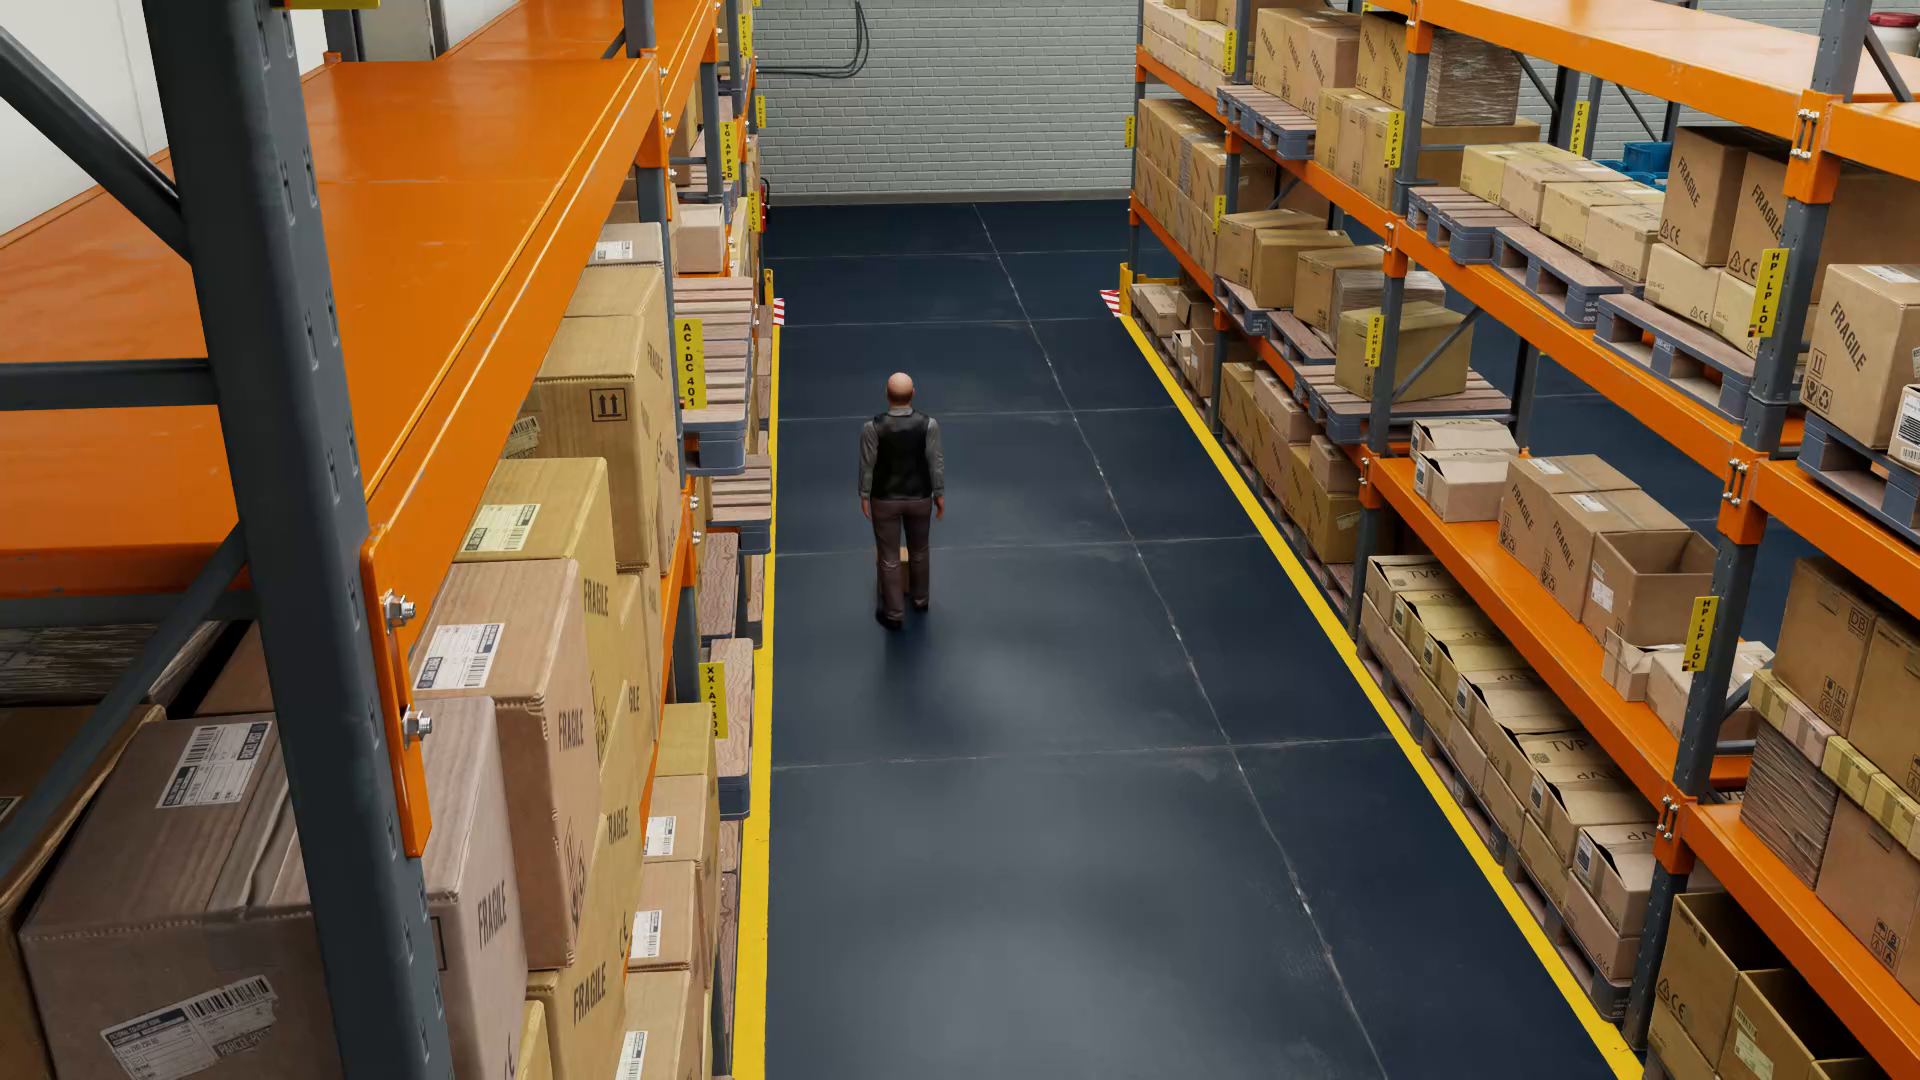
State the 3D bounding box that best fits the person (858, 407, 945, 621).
[{"bbox_3d":[-0.383,-0.195,10.964,0.562,1.474,0.418,-5,24,-11],"label":"person"}]
